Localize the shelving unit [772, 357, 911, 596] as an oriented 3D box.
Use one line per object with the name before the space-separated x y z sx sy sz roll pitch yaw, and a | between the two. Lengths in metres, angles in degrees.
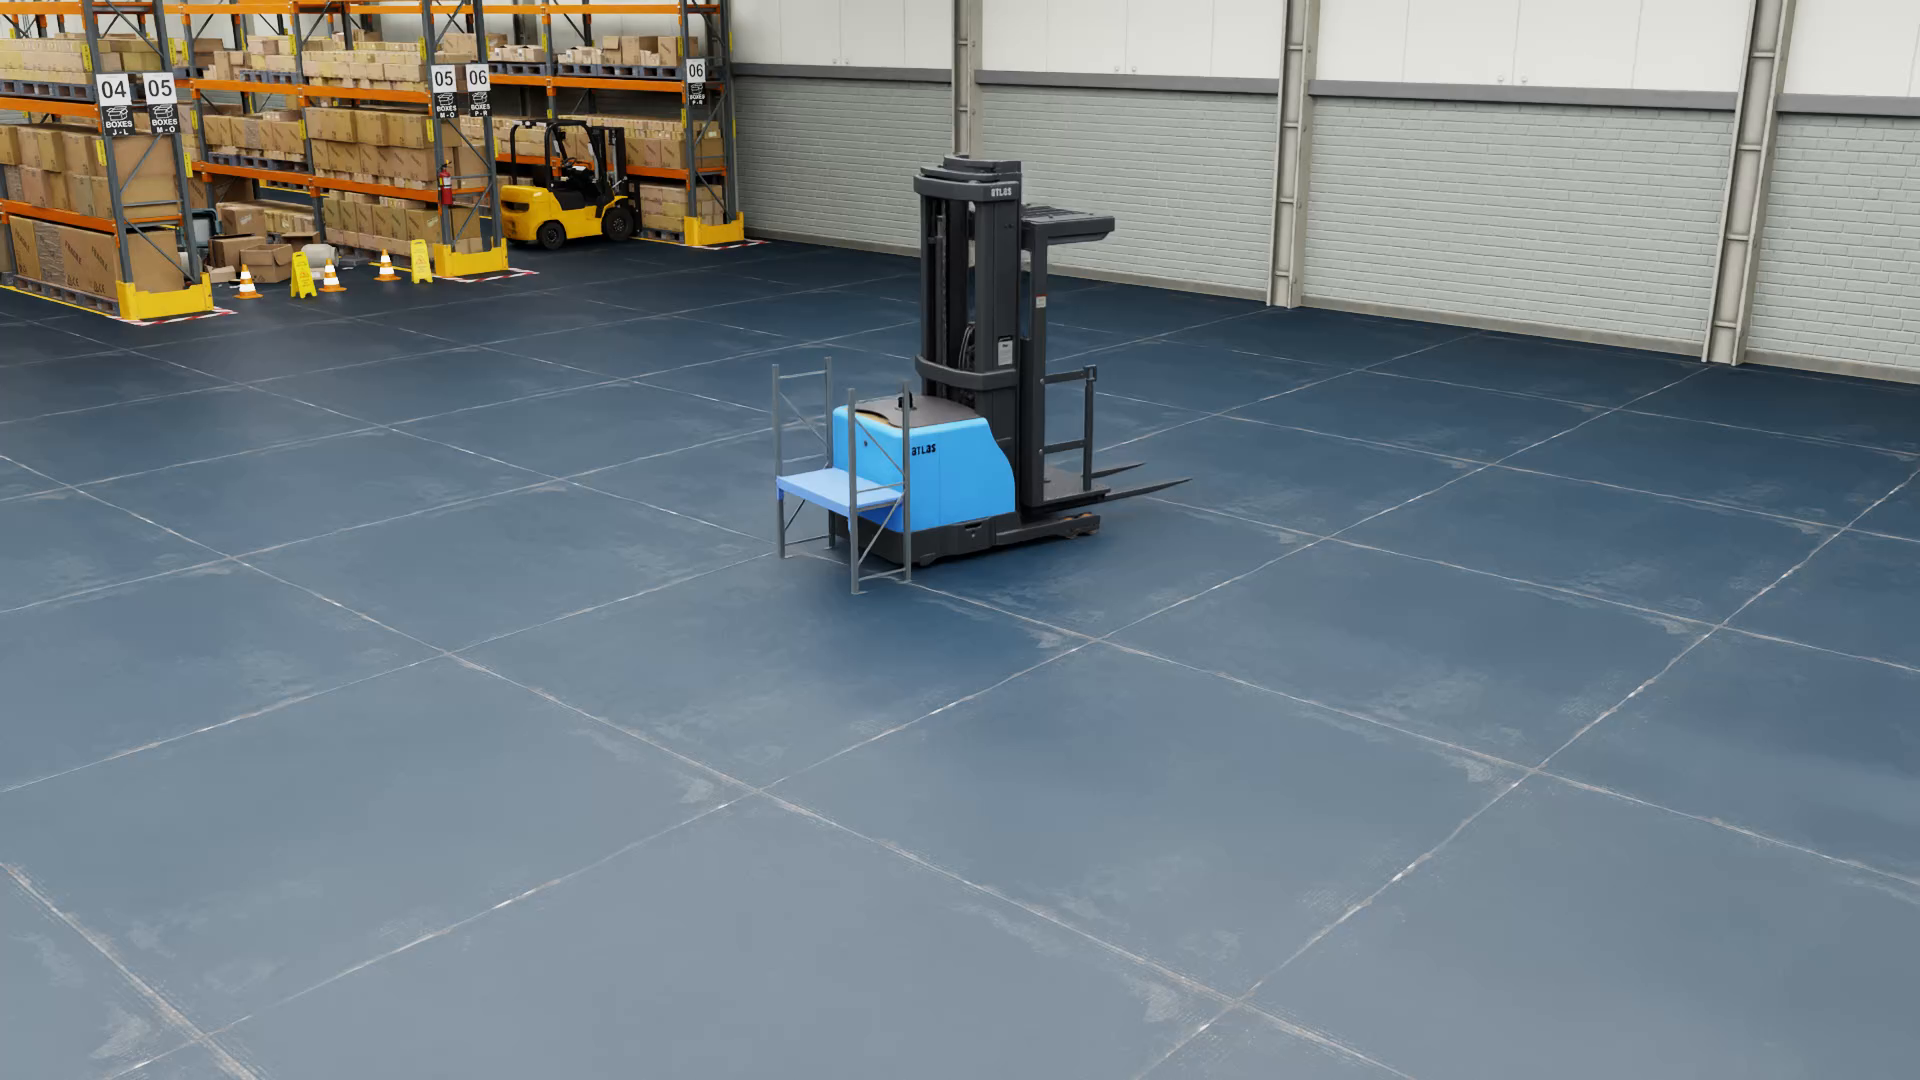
shelving unit | -0.870 -0.489 12.173 0.538 1.500 1.048 -13 22 -35

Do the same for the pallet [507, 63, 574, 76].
pallet | -8.113 -9.142 32.318 1.217 0.209 0.805 14 22 37

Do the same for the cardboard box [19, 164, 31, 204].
cardboard box | -13.236 -5.260 24.480 0.550 0.550 0.875 15 23 39

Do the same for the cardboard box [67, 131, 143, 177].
cardboard box | -11.679 -5.321 22.888 0.550 0.550 0.875 15 23 39

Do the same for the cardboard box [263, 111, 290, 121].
cardboard box | -11.977 -7.431 29.145 0.250 0.149 0.380 14 22 37

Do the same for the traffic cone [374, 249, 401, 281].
traffic cone | -8.923 -4.288 25.858 0.334 0.463 0.336 15 23 39

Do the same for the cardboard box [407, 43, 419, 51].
cardboard box | -11.249 -10.244 34.568 0.250 0.149 0.380 14 22 37

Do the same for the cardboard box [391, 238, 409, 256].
cardboard box | -8.910 -4.799 27.127 0.500 0.250 0.500 15 23 39

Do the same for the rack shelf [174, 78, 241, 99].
rack shelf | -15.224 -8.797 32.104 4.000 0.370 1.077 15 23 39

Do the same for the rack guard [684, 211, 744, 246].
rack guard | -4.435 -5.630 30.026 0.348 0.500 1.175 15 23 39

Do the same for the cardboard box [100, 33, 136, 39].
cardboard box | -17.021 -10.003 33.688 0.500 0.500 0.500 16 23 40

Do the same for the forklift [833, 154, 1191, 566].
forklift | 0.510 -1.527 13.077 3.031 2.935 1.130 -12 21 -32

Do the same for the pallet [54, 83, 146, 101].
pallet | -11.517 -6.097 22.551 1.213 0.211 1.003 15 23 39

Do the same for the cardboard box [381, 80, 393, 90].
cardboard box | -8.944 -7.230 26.391 0.250 0.149 0.380 15 23 39

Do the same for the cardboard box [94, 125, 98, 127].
cardboard box | -17.237 -8.195 33.810 0.500 0.500 0.500 15 23 40

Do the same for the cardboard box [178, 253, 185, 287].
cardboard box | -12.104 -4.096 25.187 0.500 0.500 0.500 -13 22 -36

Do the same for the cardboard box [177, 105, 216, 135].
cardboard box | -14.289 -7.878 31.158 0.500 0.500 0.500 14 23 38

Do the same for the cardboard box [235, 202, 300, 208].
cardboard box | -12.755 -5.995 30.692 0.625 0.372 0.950 14 23 38

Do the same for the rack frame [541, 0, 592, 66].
rack frame | -7.445 -10.489 31.286 0.127 3.000 1.000 15 23 39

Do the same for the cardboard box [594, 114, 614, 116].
cardboard box | -6.845 -8.073 31.860 0.250 0.149 0.380 14 23 38

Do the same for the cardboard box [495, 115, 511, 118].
cardboard box | -9.262 -8.573 33.930 0.250 0.149 0.380 15 23 39

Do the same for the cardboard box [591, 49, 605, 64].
cardboard box | -6.536 -8.876 30.526 0.258 0.266 0.396 14 23 38

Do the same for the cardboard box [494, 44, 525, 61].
cardboard box | -8.722 -9.509 32.445 0.500 0.311 0.500 14 22 37

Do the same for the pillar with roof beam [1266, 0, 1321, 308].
pillar with roof beam | 1.742 -6.646 19.177 0.400 9.000 9.100 15 23 39

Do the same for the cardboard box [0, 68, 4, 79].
cardboard box | -13.519 -6.671 23.771 0.250 0.149 0.380 15 23 39

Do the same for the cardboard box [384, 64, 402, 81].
cardboard box | -8.673 -7.349 26.106 0.500 0.250 0.500 15 23 39

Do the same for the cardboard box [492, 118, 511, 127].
cardboard box | -9.073 -8.290 33.038 0.250 0.149 0.380 14 23 38

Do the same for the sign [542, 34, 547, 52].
sign | -7.798 -9.331 31.221 0.005 0.325 0.100 15 23 39

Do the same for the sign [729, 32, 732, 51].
sign | -4.080 -8.835 29.457 0.005 0.325 0.100 15 23 39

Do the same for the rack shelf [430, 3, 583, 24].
rack shelf | -8.941 -10.357 32.721 4.000 0.370 1.077 15 23 39

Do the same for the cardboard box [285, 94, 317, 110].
cardboard box | -15.137 -10.014 38.222 0.500 0.500 0.500 16 23 41

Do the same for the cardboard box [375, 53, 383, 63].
cardboard box | -9.076 -7.673 26.469 0.250 0.149 0.380 14 22 38

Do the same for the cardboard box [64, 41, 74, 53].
cardboard box | -11.618 -6.542 22.044 0.250 0.149 0.380 15 23 40

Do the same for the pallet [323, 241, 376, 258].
pallet | -10.211 -5.050 28.675 1.213 0.211 1.003 15 23 39

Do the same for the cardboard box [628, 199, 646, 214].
cardboard box | -5.793 -6.183 30.661 0.500 0.250 0.500 14 23 38

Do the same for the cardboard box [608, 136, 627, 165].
cardboard box | -6.144 -7.221 30.741 0.500 0.500 0.500 15 23 40

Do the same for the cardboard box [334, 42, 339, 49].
cardboard box | -13.496 -10.776 36.214 0.250 0.149 0.380 16 24 41

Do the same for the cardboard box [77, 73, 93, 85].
cardboard box | -11.429 -6.110 22.003 0.250 0.149 0.380 15 23 39

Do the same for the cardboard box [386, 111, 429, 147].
cardboard box | -8.645 -6.525 26.404 0.500 0.500 0.700 15 23 40

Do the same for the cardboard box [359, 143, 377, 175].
cardboard box | -9.444 -6.248 27.182 0.500 0.500 0.500 15 23 40

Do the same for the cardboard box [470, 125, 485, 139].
cardboard box | -9.514 -8.245 33.555 0.500 0.250 0.500 14 23 38

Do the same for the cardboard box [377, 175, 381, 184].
cardboard box | -9.297 -5.921 27.225 0.250 0.149 0.380 15 23 39

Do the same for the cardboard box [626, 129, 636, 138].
cardboard box | -5.874 -7.442 30.363 0.250 0.149 0.380 15 23 40

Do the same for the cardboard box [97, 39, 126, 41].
cardboard box | -11.753 -6.844 22.996 0.250 0.149 0.380 15 23 38

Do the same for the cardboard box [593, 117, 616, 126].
cardboard box | -6.614 -7.795 30.985 0.250 0.149 0.380 15 23 38

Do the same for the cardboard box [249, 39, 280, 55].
cardboard box | -12.033 -8.590 28.988 0.500 0.250 0.500 16 23 40

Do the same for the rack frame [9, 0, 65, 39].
rack frame | -19.712 -11.775 35.337 0.127 3.000 1.000 15 23 39

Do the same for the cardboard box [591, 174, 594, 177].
cardboard box | -6.948 -6.941 32.221 0.500 0.250 0.500 16 23 40

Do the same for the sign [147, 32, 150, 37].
sign | -16.367 -10.063 33.527 0.005 0.325 0.100 15 23 39

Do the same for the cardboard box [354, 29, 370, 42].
cardboard box | -13.154 -11.087 36.508 0.258 0.266 0.396 15 23 38

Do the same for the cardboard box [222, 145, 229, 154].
cardboard box | -13.245 -7.152 30.411 0.250 0.149 0.380 13 22 36

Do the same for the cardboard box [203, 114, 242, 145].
cardboard box | -13.545 -7.556 30.610 0.500 0.500 0.500 14 22 38

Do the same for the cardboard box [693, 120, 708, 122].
cardboard box | -4.720 -7.508 30.082 0.250 0.149 0.380 16 24 41

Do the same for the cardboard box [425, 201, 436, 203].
cardboard box | -8.946 -5.385 27.734 0.500 0.500 0.500 16 23 40
